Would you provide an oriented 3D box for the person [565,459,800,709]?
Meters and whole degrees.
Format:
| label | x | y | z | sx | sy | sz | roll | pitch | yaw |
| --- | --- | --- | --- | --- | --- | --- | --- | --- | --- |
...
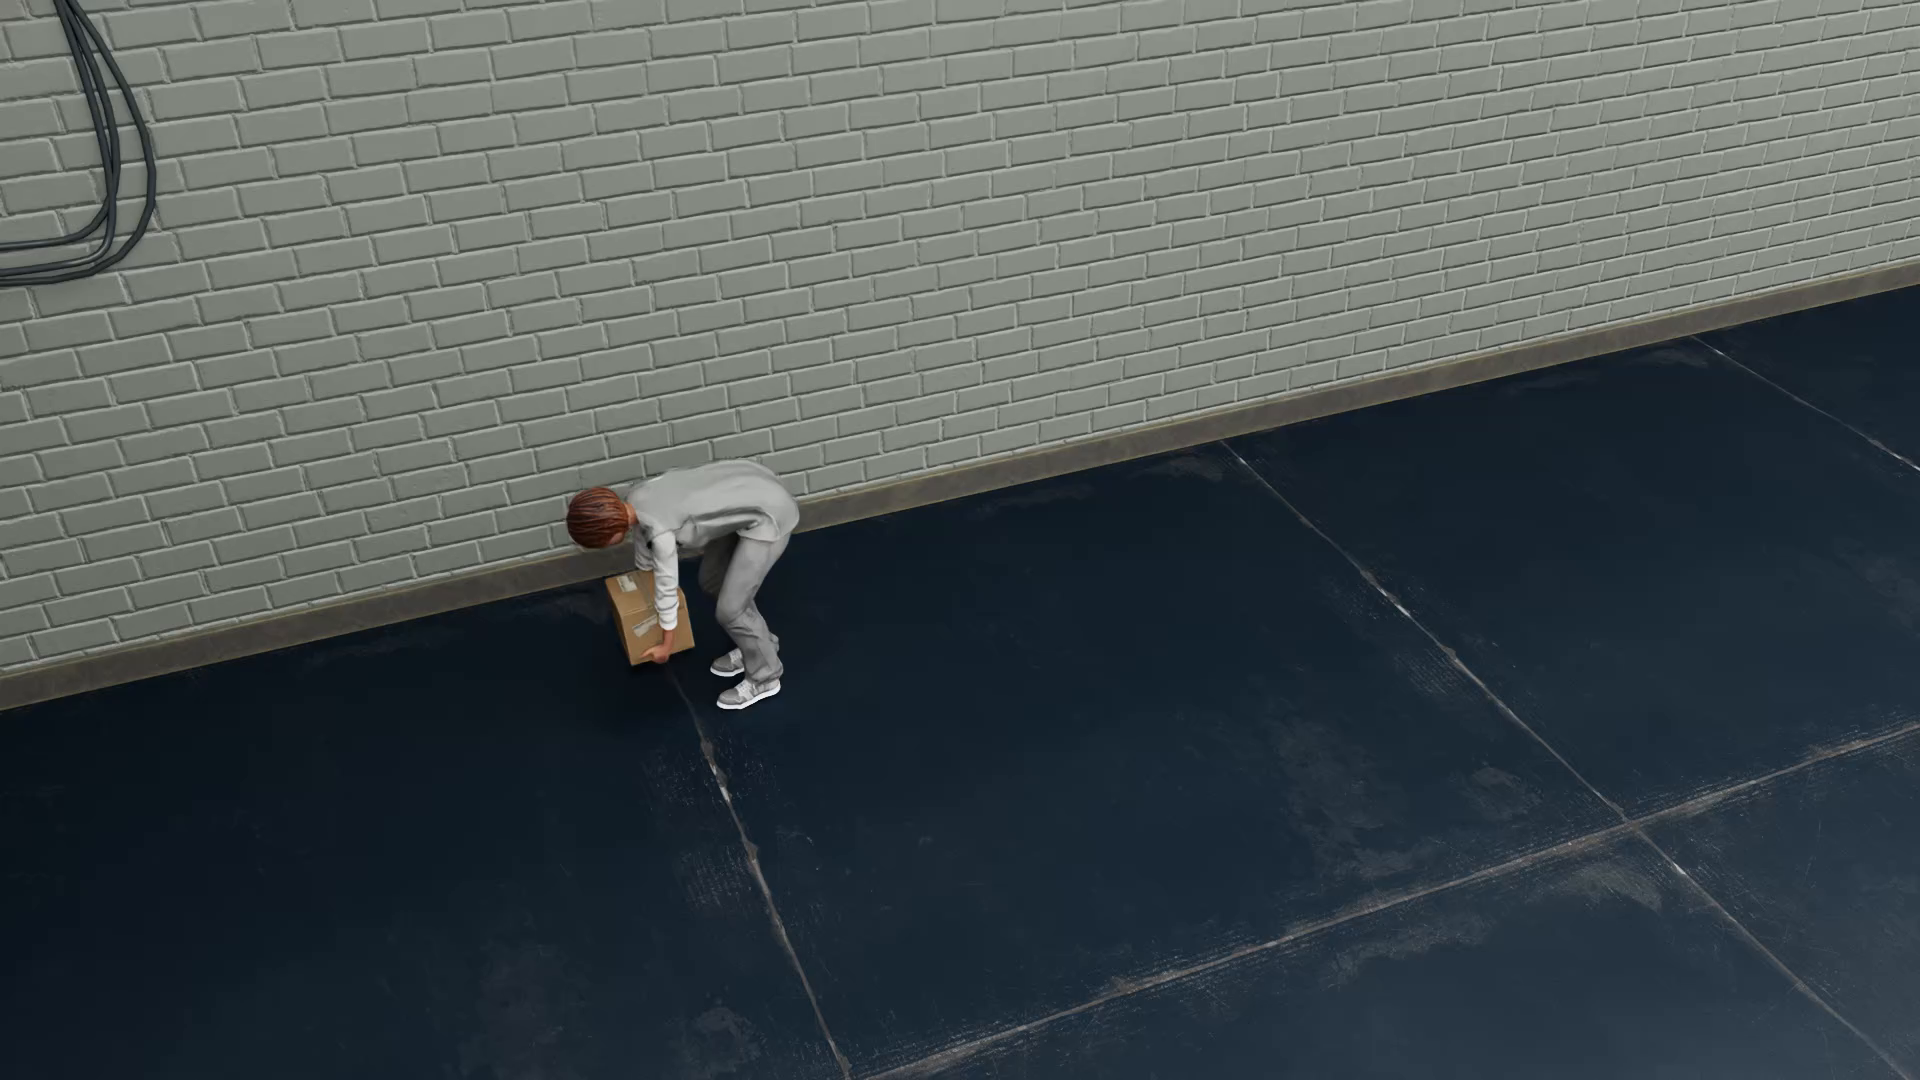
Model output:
| label | x | y | z | sx | sy | sz | roll | pitch | yaw |
| --- | --- | --- | --- | --- | --- | --- | --- | --- | --- |
| person | -1.026 | 0.187 | 6.367 | 0.864 | 1.047 | 0.387 | -14 | 36 | -20 |
